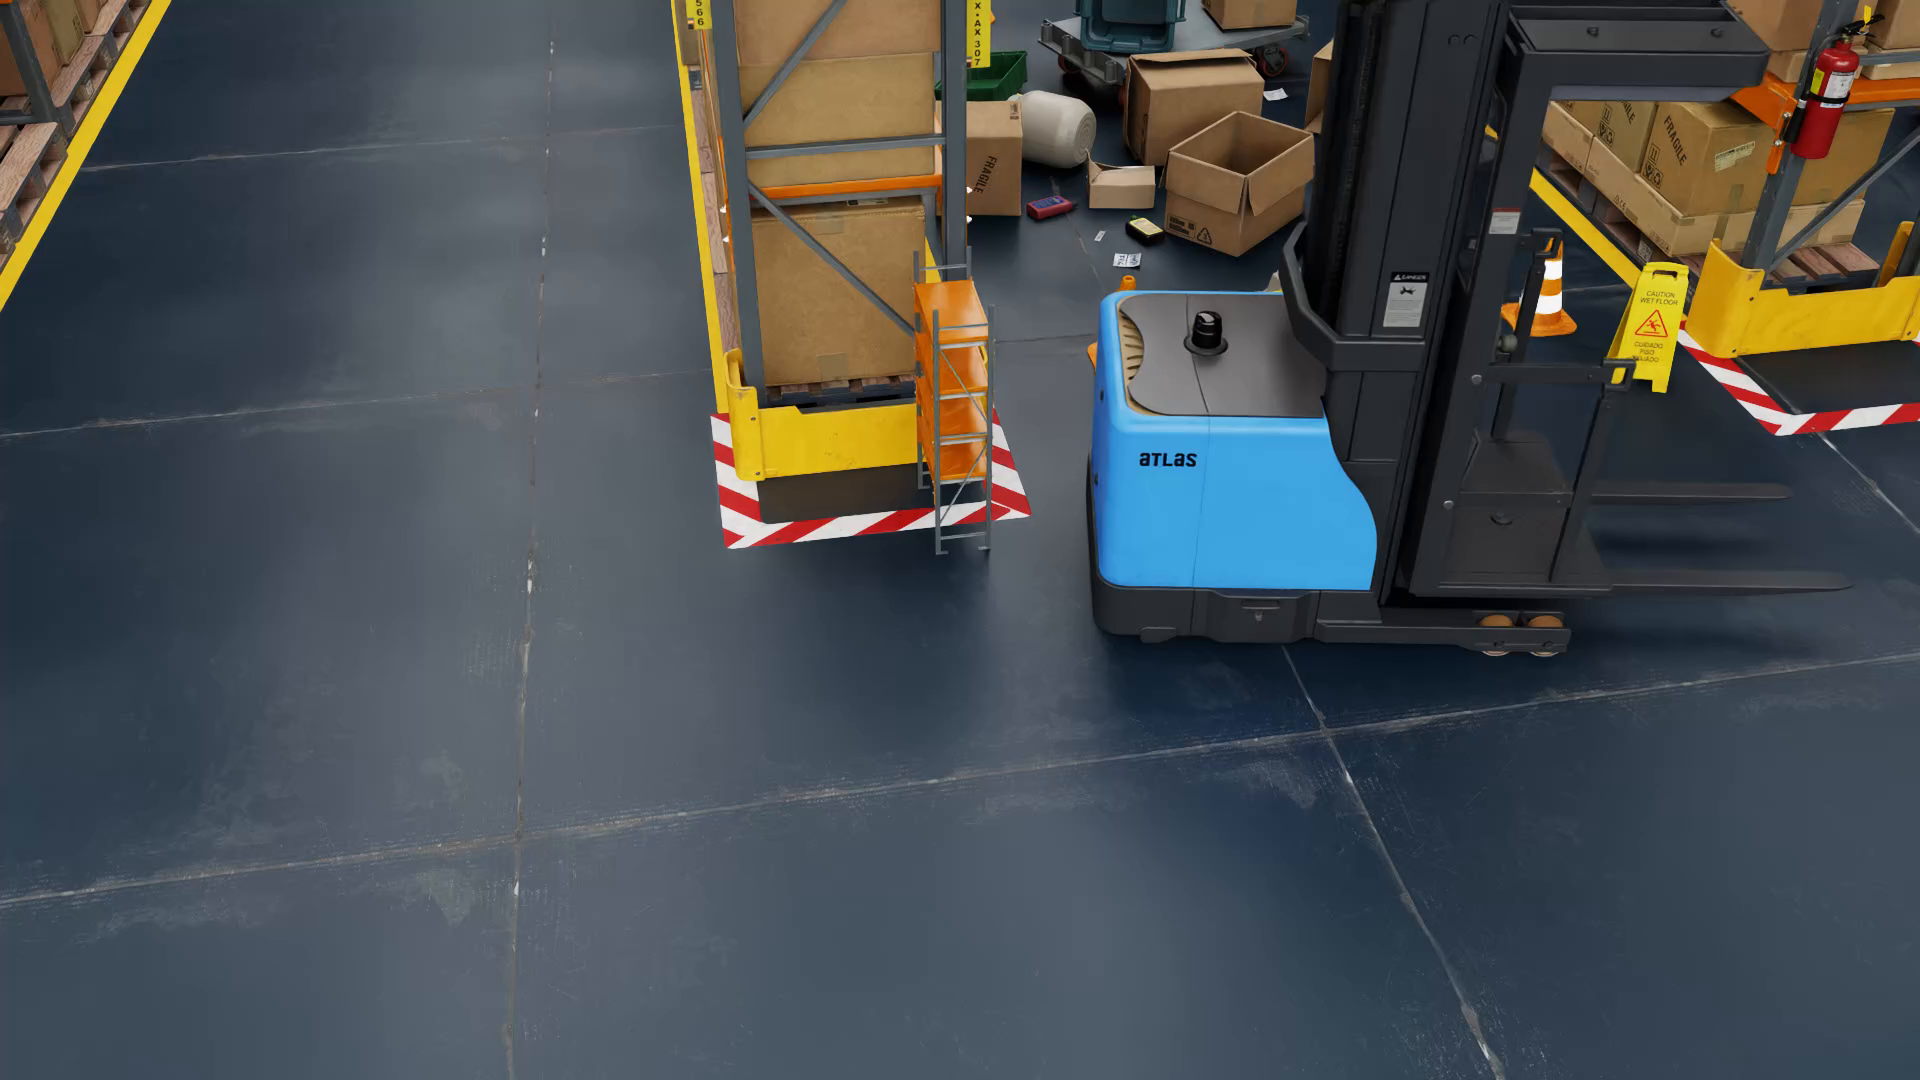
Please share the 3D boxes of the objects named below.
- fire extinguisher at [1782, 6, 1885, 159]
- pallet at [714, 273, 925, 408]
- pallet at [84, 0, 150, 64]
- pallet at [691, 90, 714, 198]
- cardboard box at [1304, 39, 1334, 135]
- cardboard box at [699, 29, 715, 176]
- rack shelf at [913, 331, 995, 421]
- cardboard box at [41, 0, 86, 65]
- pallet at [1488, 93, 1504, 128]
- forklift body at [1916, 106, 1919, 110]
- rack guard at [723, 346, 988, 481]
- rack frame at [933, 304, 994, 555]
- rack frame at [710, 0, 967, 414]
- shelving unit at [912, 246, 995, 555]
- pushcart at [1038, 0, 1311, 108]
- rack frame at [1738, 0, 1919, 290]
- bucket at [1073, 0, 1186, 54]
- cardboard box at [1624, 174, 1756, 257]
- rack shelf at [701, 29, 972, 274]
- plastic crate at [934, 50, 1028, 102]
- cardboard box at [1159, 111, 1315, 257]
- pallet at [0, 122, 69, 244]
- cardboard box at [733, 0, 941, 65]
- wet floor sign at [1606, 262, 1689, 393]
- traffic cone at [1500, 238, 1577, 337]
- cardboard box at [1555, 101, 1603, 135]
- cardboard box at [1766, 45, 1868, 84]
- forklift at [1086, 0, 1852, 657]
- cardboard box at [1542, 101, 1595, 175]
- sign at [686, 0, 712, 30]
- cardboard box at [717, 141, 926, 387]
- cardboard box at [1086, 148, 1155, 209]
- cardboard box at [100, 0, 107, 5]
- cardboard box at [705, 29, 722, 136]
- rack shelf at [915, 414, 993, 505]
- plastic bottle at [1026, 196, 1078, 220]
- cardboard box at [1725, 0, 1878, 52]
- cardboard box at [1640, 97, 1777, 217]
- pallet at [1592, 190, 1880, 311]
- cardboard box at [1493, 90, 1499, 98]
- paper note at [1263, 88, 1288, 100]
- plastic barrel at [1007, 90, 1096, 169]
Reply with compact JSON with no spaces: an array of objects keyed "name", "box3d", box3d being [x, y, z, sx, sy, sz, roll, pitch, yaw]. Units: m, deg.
[{"name":"fire extinguisher","box3d":[3.947,-2.071,7.534,0.296,0.674,0.183,-6,38,-8]},{"name":"pallet","box3d":[-0.692,-1.000,8.366,1.003,0.211,1.213,-6,38,-8]},{"name":"pallet","box3d":[-6.432,-3.678,11.812,1.003,0.211,1.213,-6,38,-8]},{"name":"pallet","box3d":[-1.120,-2.474,10.263,1.003,0.211,1.213,-6,38,-8]},{"name":"cardboard box","box3d":[2.528,-2.857,10.518,0.500,0.500,0.500,19,42,23]},{"name":"cardboard box","box3d":[-0.973,-2.438,9.333,0.875,0.875,0.875,-6,38,-8]},{"name":"rack shelf","box3d":[-0.029,-0.697,6.915,0.258,0.148,0.480,-6,38,-8]},{"name":"cardboard box","box3d":[-6.229,-3.421,10.887,0.700,0.500,0.500,-6,38,-8]},{"name":"pallet","box3d":[3.832,-3.134,11.111,1.003,0.211,1.213,-6,38,-8]},{"name":"forklift body","box3d":[7.138,-3.371,9.836,2.313,2.155,1.214,-6,38,-8]},{"name":"rack guard","box3d":[-0.471,-0.626,7.648,1.175,0.500,0.348,-6,38,-8]},{"name":"rack frame","box3d":[0.014,-0.426,6.821,0.240,1.200,0.015,-6,38,-8]},{"name":"rack frame","box3d":[-0.475,-1.627,6.899,1.000,3.000,0.127,-6,38,-8]},{"name":"shelving unit","box3d":[-0.029,-0.574,7.011,0.258,1.200,0.503,-6,38,-8]},{"name":"pushcart","box3d":[1.443,-3.326,11.223,1.648,0.377,0.936,-20,42,-23]},{"name":"rack frame","box3d":[4.381,-2.221,7.663,1.000,3.000,0.127,-6,38,-8]},{"name":"bucket","box3d":[1.117,-3.516,10.761,0.726,0.611,0.620,6,28,8]},{"name":"cardboard box","box3d":[3.970,-1.774,8.988,0.500,0.250,0.500,-6,38,-8]},{"name":"rack shelf","box3d":[-0.826,-2.551,8.675,1.077,0.370,4.000,-6,38,-8]},{"name":"plastic crate","box3d":[0.144,-2.991,10.901,0.450,0.188,0.662,4,37,22]},{"name":"cardboard box","box3d":[1.580,-2.023,9.444,0.637,0.503,0.797,27,45,30]},{"name":"pallet","box3d":[-5.925,-2.068,9.739,1.003,0.211,1.213,-6,38,-8]},{"name":"cardboard box","box3d":[-0.502,-2.341,6.816,0.875,0.550,0.550,-6,38,-8]},{"name":"wet floor sign","box3d":[3.360,-1.061,8.090,0.267,0.644,0.232,6,38,8]},{"name":"traffic cone","box3d":[3.035,-1.340,8.597,0.336,0.463,0.334,-6,38,-8]},{"name":"cardboard box","box3d":[3.807,-2.673,9.533,0.500,0.500,0.500,-7,38,-9]},{"name":"cardboard box","box3d":[4.104,-2.324,8.002,0.380,0.149,0.250,-5,38,-6]},{"name":"forklift","box3d":[2.064,-1.023,6.178,3.031,2.935,1.130,1,38,1]},{"name":"cardboard box","box3d":[3.794,-2.389,9.779,0.500,0.250,0.500,-8,38,-10]},{"name":"sign","box3d":[-1.012,-2.128,6.407,0.100,0.325,0.005,-6,38,-8]},{"name":"cardboard box","box3d":[-0.659,-1.356,7.941,0.875,0.875,0.875,-6,38,-8]},{"name":"cardboard box","box3d":[0.938,-2.123,9.767,0.396,0.266,0.258,0,38,0]},{"name":"cardboard box","box3d":[-6.425,-4.095,11.756,0.700,0.500,0.500,-3,38,-4]},{"name":"cardboard box","box3d":[-0.703,-2.235,7.560,0.875,0.550,0.550,-6,38,-8]},{"name":"rack shelf","box3d":[-0.029,-0.364,7.174,0.258,0.148,0.480,-6,38,-8]},{"name":"plastic bottle","box3d":[0.540,-1.948,9.708,0.283,0.061,0.133,-20,42,-23]},{"name":"cardboard box","box3d":[4.014,-2.676,7.925,0.500,0.500,0.500,-7,38,-9]},{"name":"cardboard box","box3d":[3.983,-2.053,8.735,0.500,0.500,0.500,-6,38,-8]},{"name":"pallet","box3d":[4.260,-1.660,9.214,1.003,0.211,1.213,-6,38,-8]},{"name":"cardboard box","box3d":[3.622,-3.010,10.578,0.500,0.250,0.500,-4,38,-5]},{"name":"paper note","box3d":[2.093,-2.961,11.036,0.148,0.019,0.142,-6,38,-8]},{"name":"plastic barrel","box3d":[0.533,-2.506,10.130,0.512,0.421,0.421,19,42,23]}]
